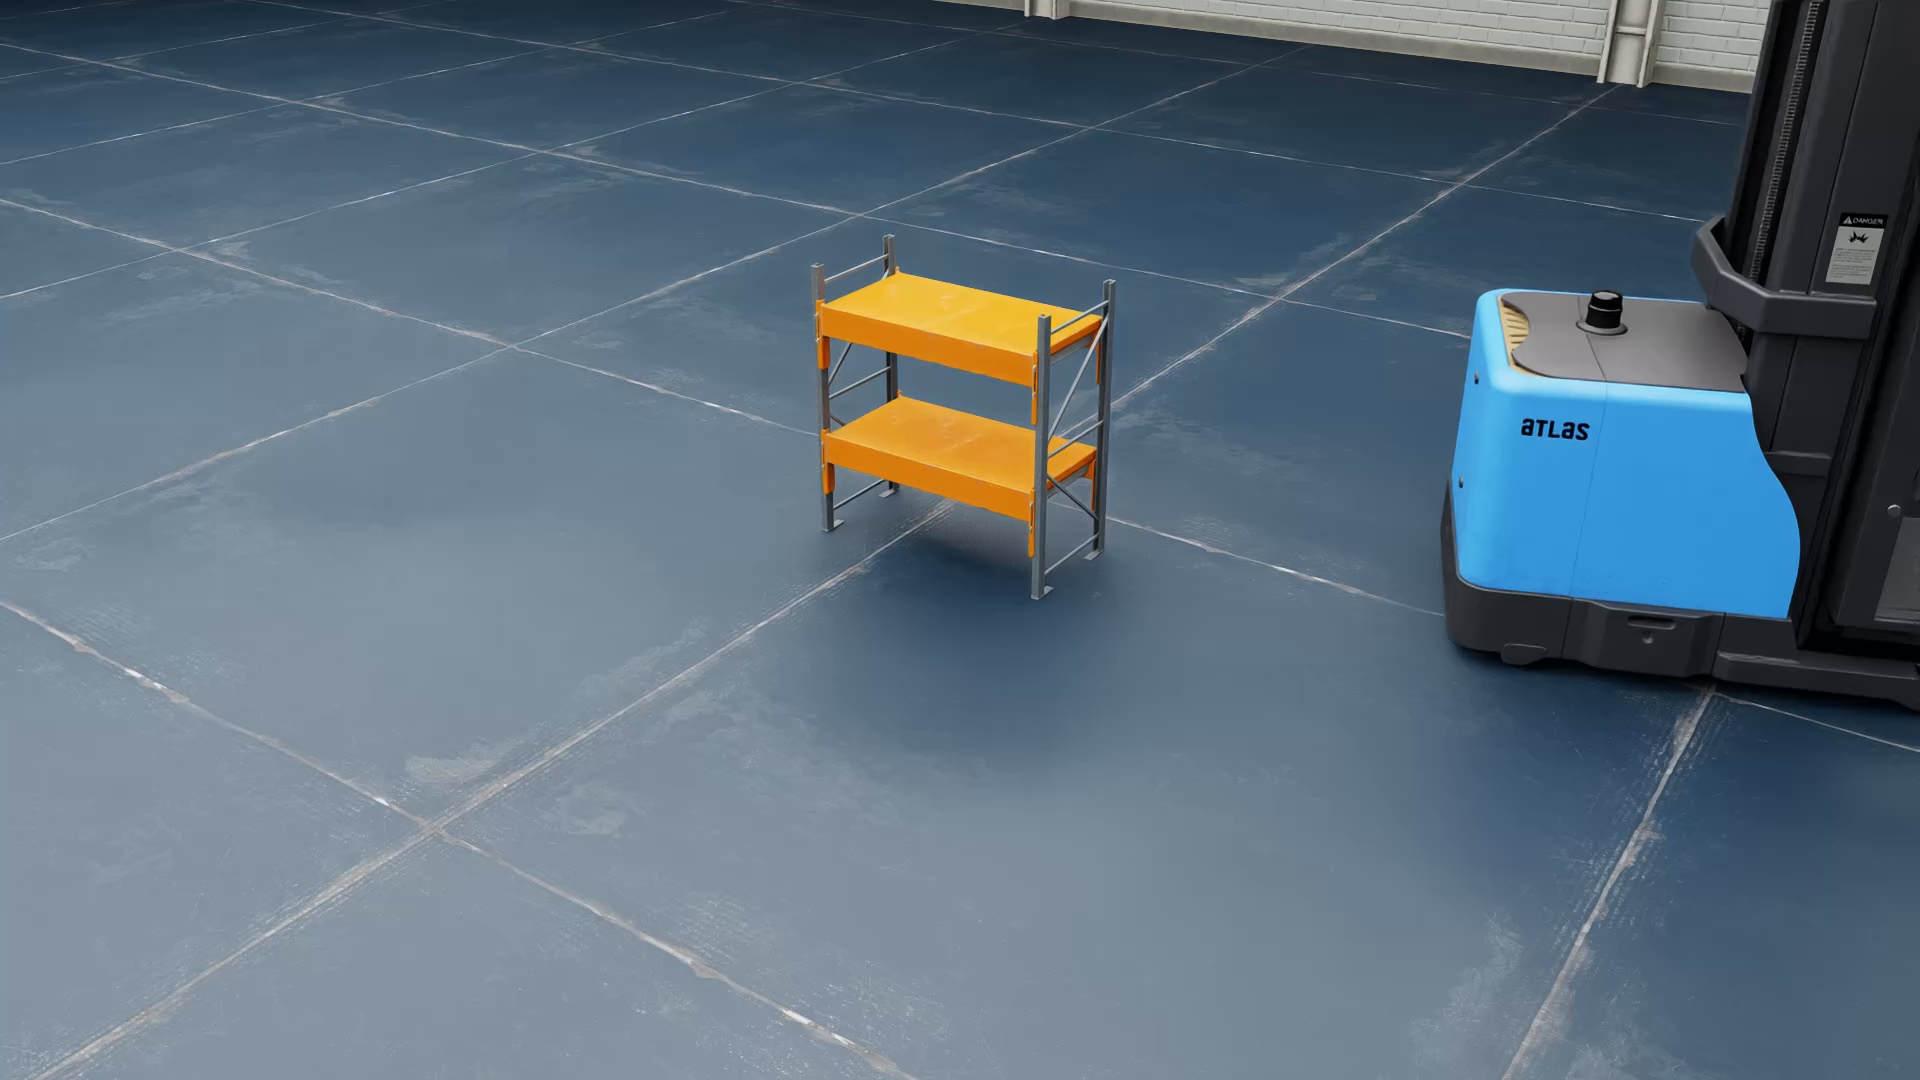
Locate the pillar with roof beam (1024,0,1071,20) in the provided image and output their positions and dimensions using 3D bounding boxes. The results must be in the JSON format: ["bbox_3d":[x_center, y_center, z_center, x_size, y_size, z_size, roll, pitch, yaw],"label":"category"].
[{"bbox_3d":[-1.504,-7.996,12.541,0.400,9.000,9.100,17,32,30],"label":"pillar with roof beam"}]

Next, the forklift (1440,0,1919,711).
[{"bbox_3d":[3.311,-0.946,5.377,3.031,2.935,1.130,6,28,11],"label":"forklift"}]

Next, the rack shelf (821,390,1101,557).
[{"bbox_3d":[0.006,-0.282,6.602,1.000,0.278,0.538,17,32,30],"label":"rack shelf"}]

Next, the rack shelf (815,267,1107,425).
[{"bbox_3d":[0.006,-0.760,6.359,1.000,0.278,0.538,17,32,30],"label":"rack shelf"}]

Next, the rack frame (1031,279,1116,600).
[{"bbox_3d":[0.425,-0.369,6.235,0.032,1.125,0.500,17,32,30],"label":"rack frame"}]

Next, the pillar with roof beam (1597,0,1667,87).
[{"bbox_3d":[3.442,-6.456,9.513,0.400,9.000,9.100,17,32,30],"label":"pillar with roof beam"}]

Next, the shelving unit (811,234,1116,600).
[{"bbox_3d":[0.006,-0.500,6.491,1.048,1.125,0.538,17,32,30],"label":"shelving unit"}]

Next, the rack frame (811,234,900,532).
[{"bbox_3d":[-0.413,-0.630,6.748,0.032,1.125,0.500,17,32,30],"label":"rack frame"}]
